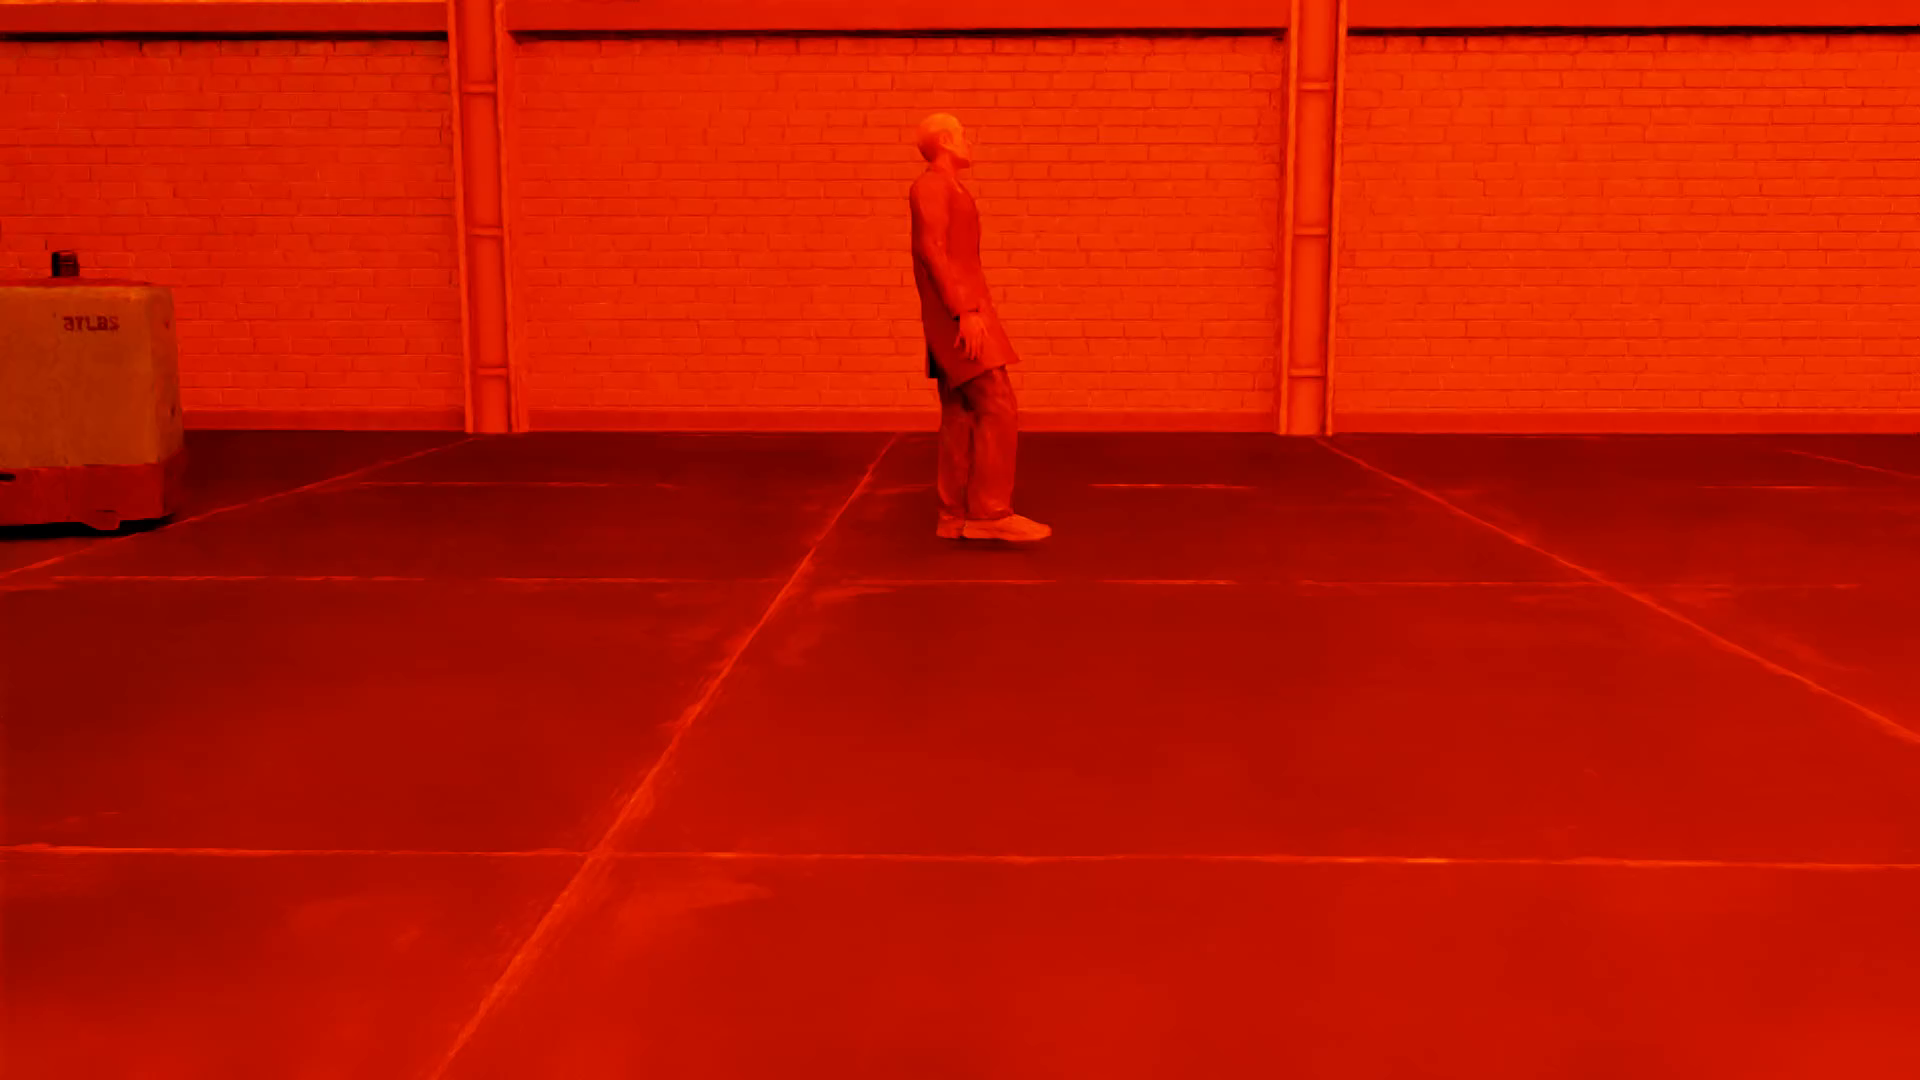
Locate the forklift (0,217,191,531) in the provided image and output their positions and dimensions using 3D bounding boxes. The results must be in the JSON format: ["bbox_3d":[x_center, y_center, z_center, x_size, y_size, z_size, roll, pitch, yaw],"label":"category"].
[{"bbox_3d":[-5.075,-1.474,7.070,3.031,2.935,1.130,-3,9,-18],"label":"forklift"}]

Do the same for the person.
[{"bbox_3d":[0.089,-0.886,6.985,0.586,1.774,0.694,0,9,1],"label":"person"}]
